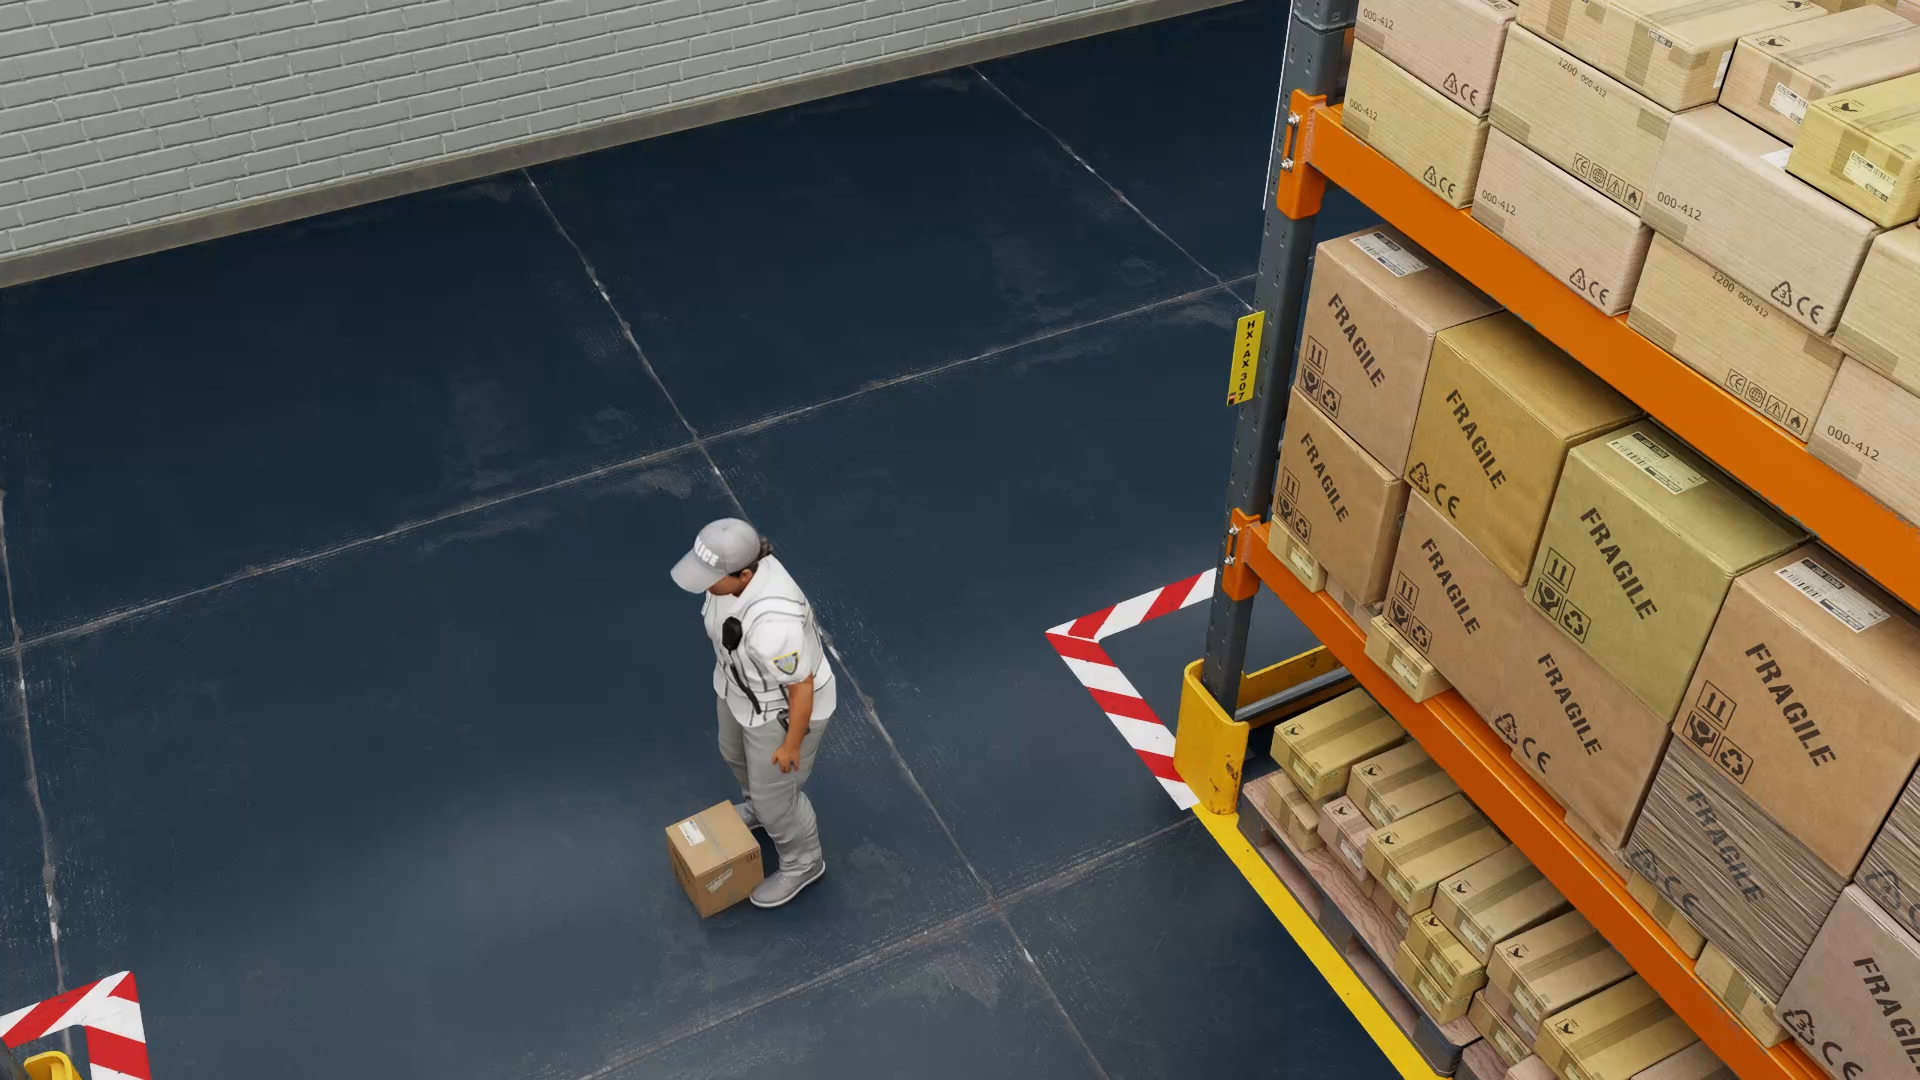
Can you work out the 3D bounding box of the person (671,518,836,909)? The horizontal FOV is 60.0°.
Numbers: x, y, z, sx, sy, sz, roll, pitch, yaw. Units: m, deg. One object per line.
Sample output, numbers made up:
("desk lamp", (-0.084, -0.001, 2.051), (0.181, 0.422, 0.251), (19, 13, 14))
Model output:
("person", (-0.676, 0.538, 5.547), (0.468, 1.665, 0.554), (-21, 46, -22))
